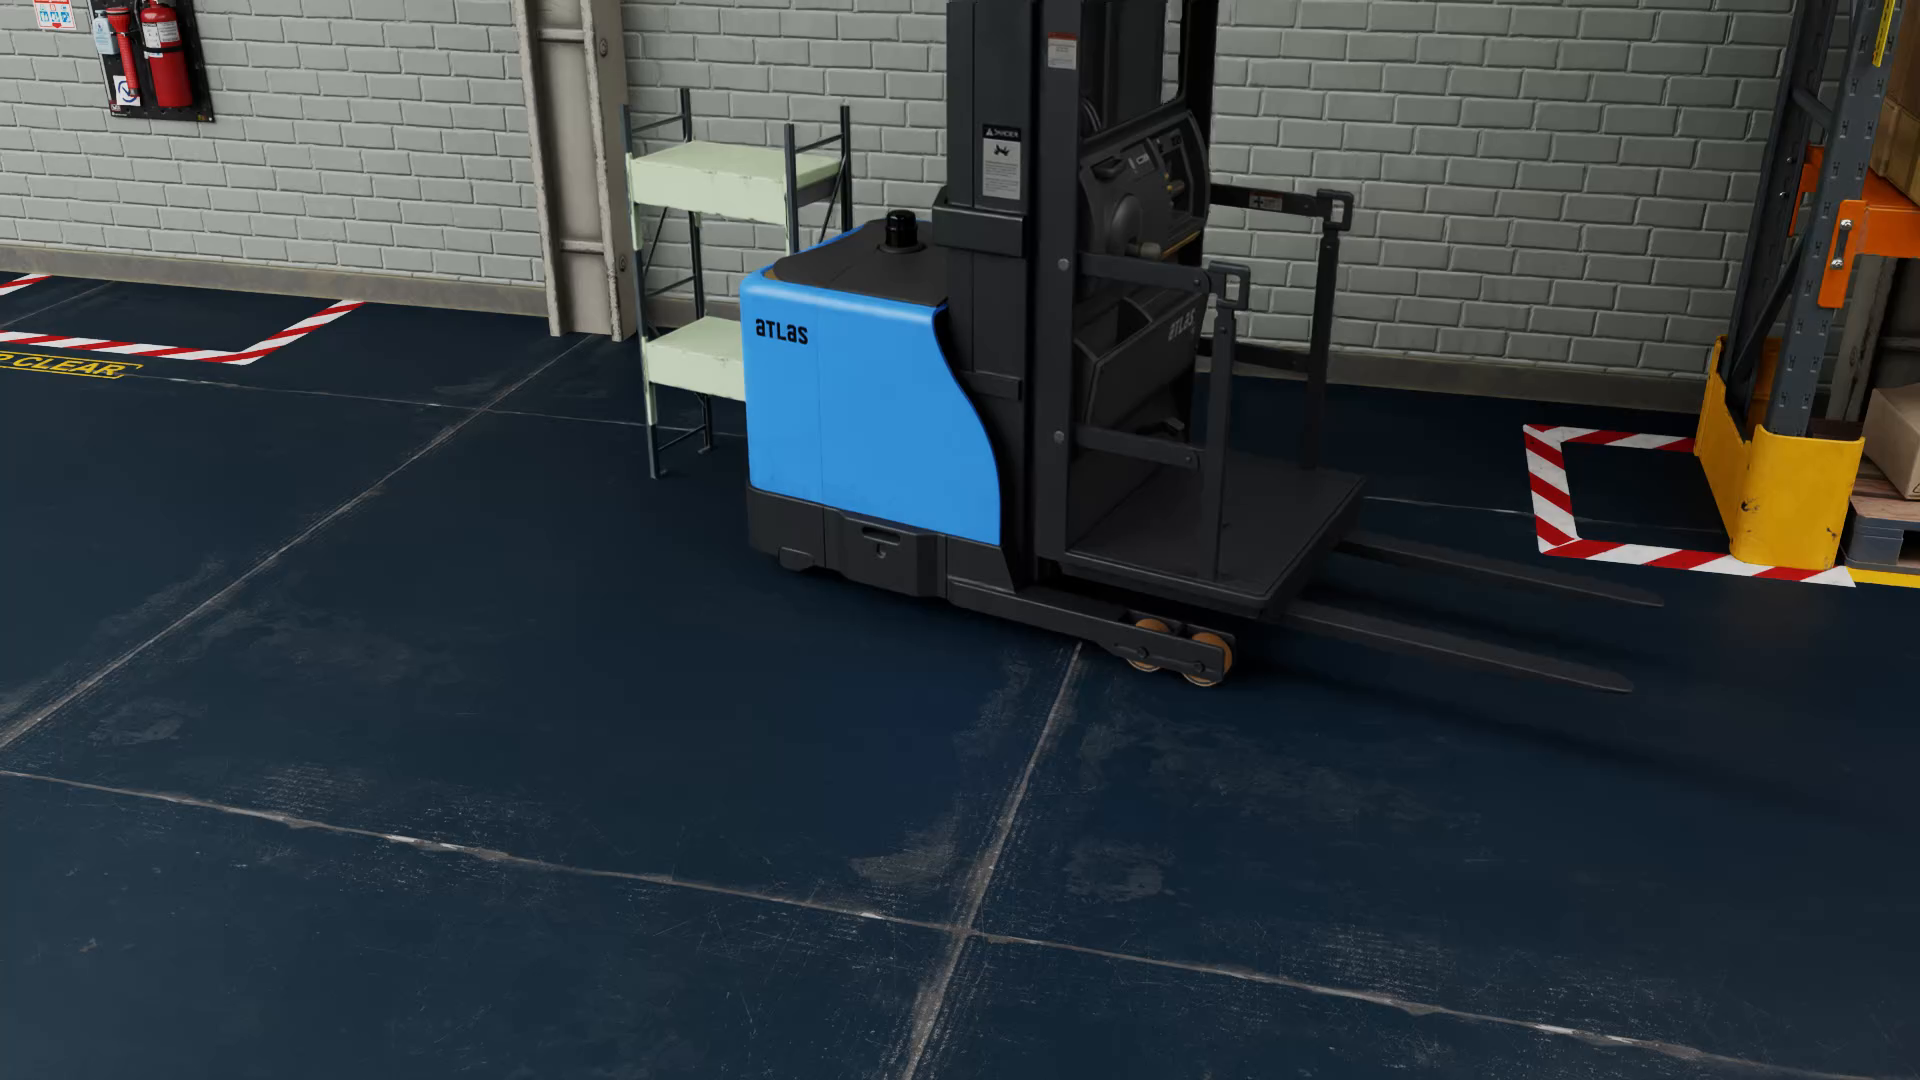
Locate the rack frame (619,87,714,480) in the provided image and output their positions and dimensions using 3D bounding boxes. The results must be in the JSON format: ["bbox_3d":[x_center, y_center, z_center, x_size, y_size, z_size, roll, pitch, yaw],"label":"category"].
[{"bbox_3d":[-1.153,-1.001,6.607,0.023,1.500,0.400,13,29,26],"label":"rack frame"}]

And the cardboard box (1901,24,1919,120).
[{"bbox_3d":[3.458,-1.609,5.420,0.500,0.500,0.500,6,26,13],"label":"cardboard box"}]

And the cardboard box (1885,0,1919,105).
[{"bbox_3d":[3.580,-1.824,5.870,0.500,0.500,0.500,6,26,12],"label":"cardboard box"}]

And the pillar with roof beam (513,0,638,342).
[{"bbox_3d":[-2.920,-3.350,2.817,0.400,9.000,9.100,6,26,13],"label":"pillar with roof beam"}]

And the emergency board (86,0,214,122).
[{"bbox_3d":[-4.231,-2.714,8.461,0.643,1.169,0.194,6,26,13],"label":"emergency board"}]

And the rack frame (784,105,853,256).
[{"bbox_3d":[-0.511,-0.849,6.289,0.023,1.500,0.400,13,29,26],"label":"rack frame"}]

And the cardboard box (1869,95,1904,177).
[{"bbox_3d":[3.571,-1.478,6.016,0.500,0.250,0.500,7,26,14],"label":"cardboard box"}]

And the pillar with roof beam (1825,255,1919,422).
[{"bbox_3d":[2.891,-2.707,1.468,0.400,9.000,9.100,6,26,13],"label":"pillar with roof beam"}]

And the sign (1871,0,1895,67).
[{"bbox_3d":[2.935,-1.671,5.263,0.005,0.325,0.100,6,26,13],"label":"sign"}]

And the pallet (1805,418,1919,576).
[{"bbox_3d":[3.922,-0.137,6.292,1.213,0.211,1.003,6,26,13],"label":"pallet"}]

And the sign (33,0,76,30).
[{"bbox_3d":[-4.741,-2.832,8.667,0.234,0.329,0.001,6,26,13],"label":"sign"}]

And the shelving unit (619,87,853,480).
[{"bbox_3d":[-0.832,-0.925,6.448,0.755,1.500,0.431,13,29,26],"label":"shelving unit"}]

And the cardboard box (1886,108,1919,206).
[{"bbox_3d":[3.464,-1.263,5.564,0.500,0.250,0.500,6,26,11],"label":"cardboard box"}]

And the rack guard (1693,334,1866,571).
[{"bbox_3d":[3.144,-0.369,6.444,0.348,0.500,1.175,6,26,13],"label":"rack guard"}]

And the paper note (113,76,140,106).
[{"bbox_3d":[-4.386,-2.364,8.750,0.142,0.148,0.016,6,26,13],"label":"paper note"}]

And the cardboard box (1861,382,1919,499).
[{"bbox_3d":[3.718,-0.379,6.172,0.500,0.311,0.500,3,26,7],"label":"cardboard box"}]

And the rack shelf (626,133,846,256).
[{"bbox_3d":[-0.832,-1.277,6.280,0.720,0.370,0.431,13,29,26],"label":"rack shelf"}]

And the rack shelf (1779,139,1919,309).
[{"bbox_3d":[5.007,-0.967,5.628,4.000,0.370,1.077,6,26,13],"label":"rack shelf"}]

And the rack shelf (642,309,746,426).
[{"bbox_3d":[-0.832,-0.630,6.588,0.720,0.370,0.431,13,29,26],"label":"rack shelf"}]

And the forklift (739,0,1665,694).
[{"bbox_3d":[0.773,-1.120,5.193,3.031,2.935,1.130,13,29,26],"label":"forklift"}]

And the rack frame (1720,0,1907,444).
[{"bbox_3d":[3.070,-1.506,5.923,0.127,3.000,1.000,6,26,13],"label":"rack frame"}]
